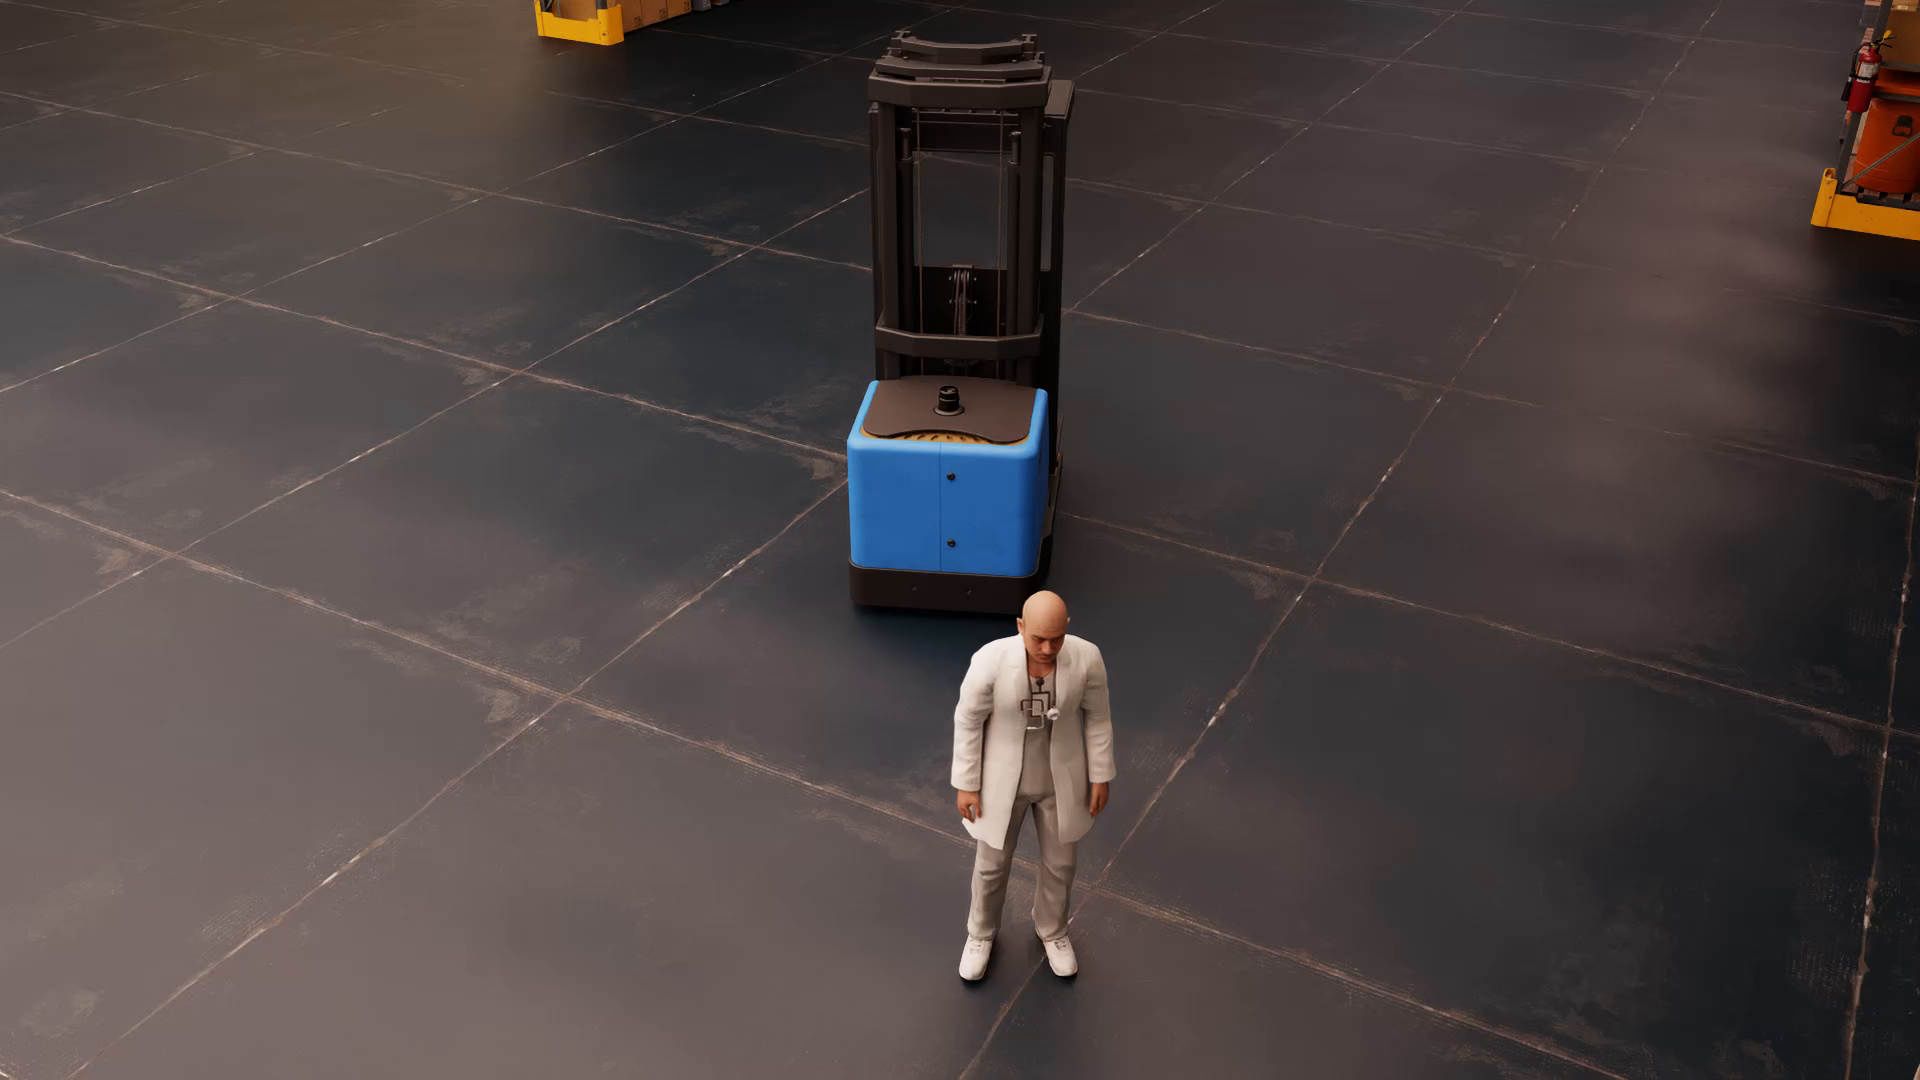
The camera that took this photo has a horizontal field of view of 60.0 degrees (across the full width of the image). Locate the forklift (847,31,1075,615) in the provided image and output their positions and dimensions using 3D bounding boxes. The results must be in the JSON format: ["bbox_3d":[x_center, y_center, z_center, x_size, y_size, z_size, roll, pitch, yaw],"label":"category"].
[{"bbox_3d":[0.072,-1.572,9.794,1.130,2.935,3.031,3,30,6],"label":"forklift"}]

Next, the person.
[{"bbox_3d":[0.290,0.954,6.575,0.656,1.775,0.425,-3,30,-5],"label":"person"}]
